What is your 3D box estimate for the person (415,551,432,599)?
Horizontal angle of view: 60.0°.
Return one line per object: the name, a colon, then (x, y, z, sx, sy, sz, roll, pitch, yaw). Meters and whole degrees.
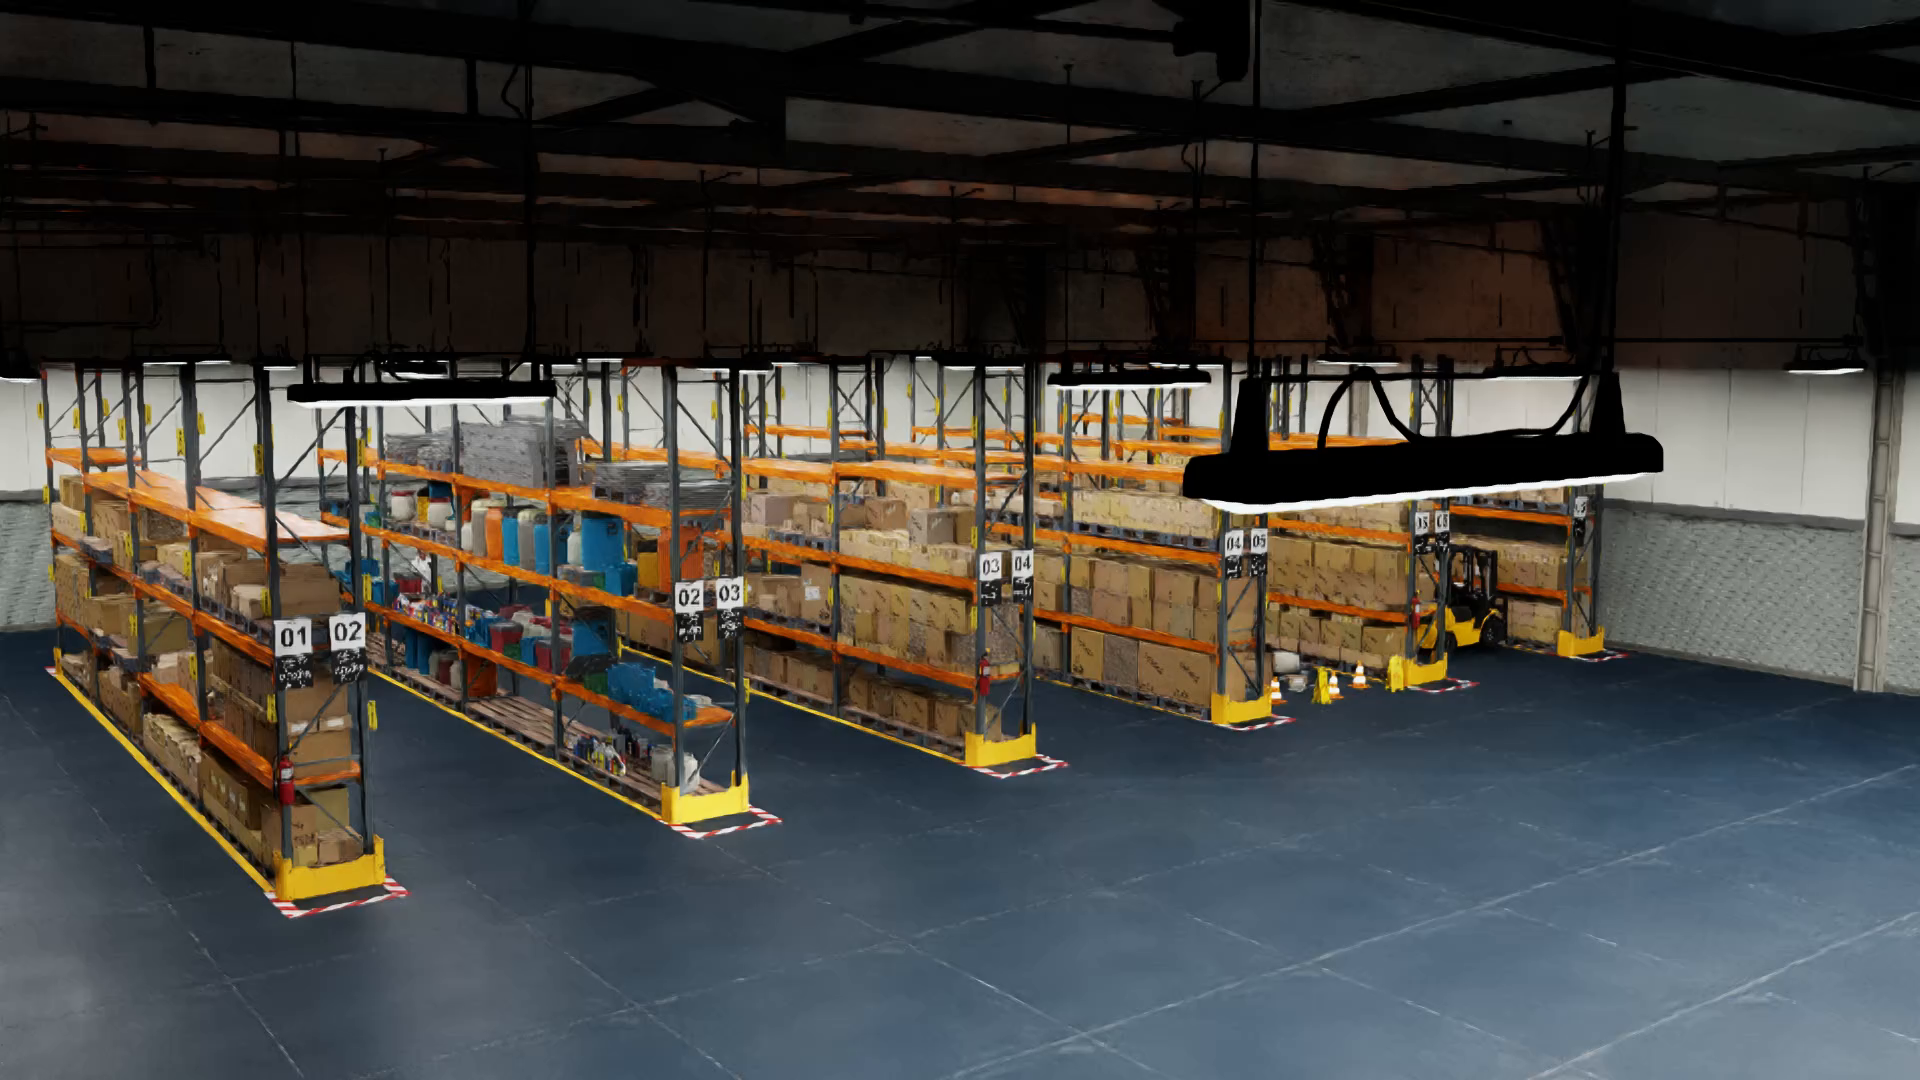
person: (-12.115, 0.982, 37.636, 0.554, 1.669, 1.031, -5, 9, -37)
